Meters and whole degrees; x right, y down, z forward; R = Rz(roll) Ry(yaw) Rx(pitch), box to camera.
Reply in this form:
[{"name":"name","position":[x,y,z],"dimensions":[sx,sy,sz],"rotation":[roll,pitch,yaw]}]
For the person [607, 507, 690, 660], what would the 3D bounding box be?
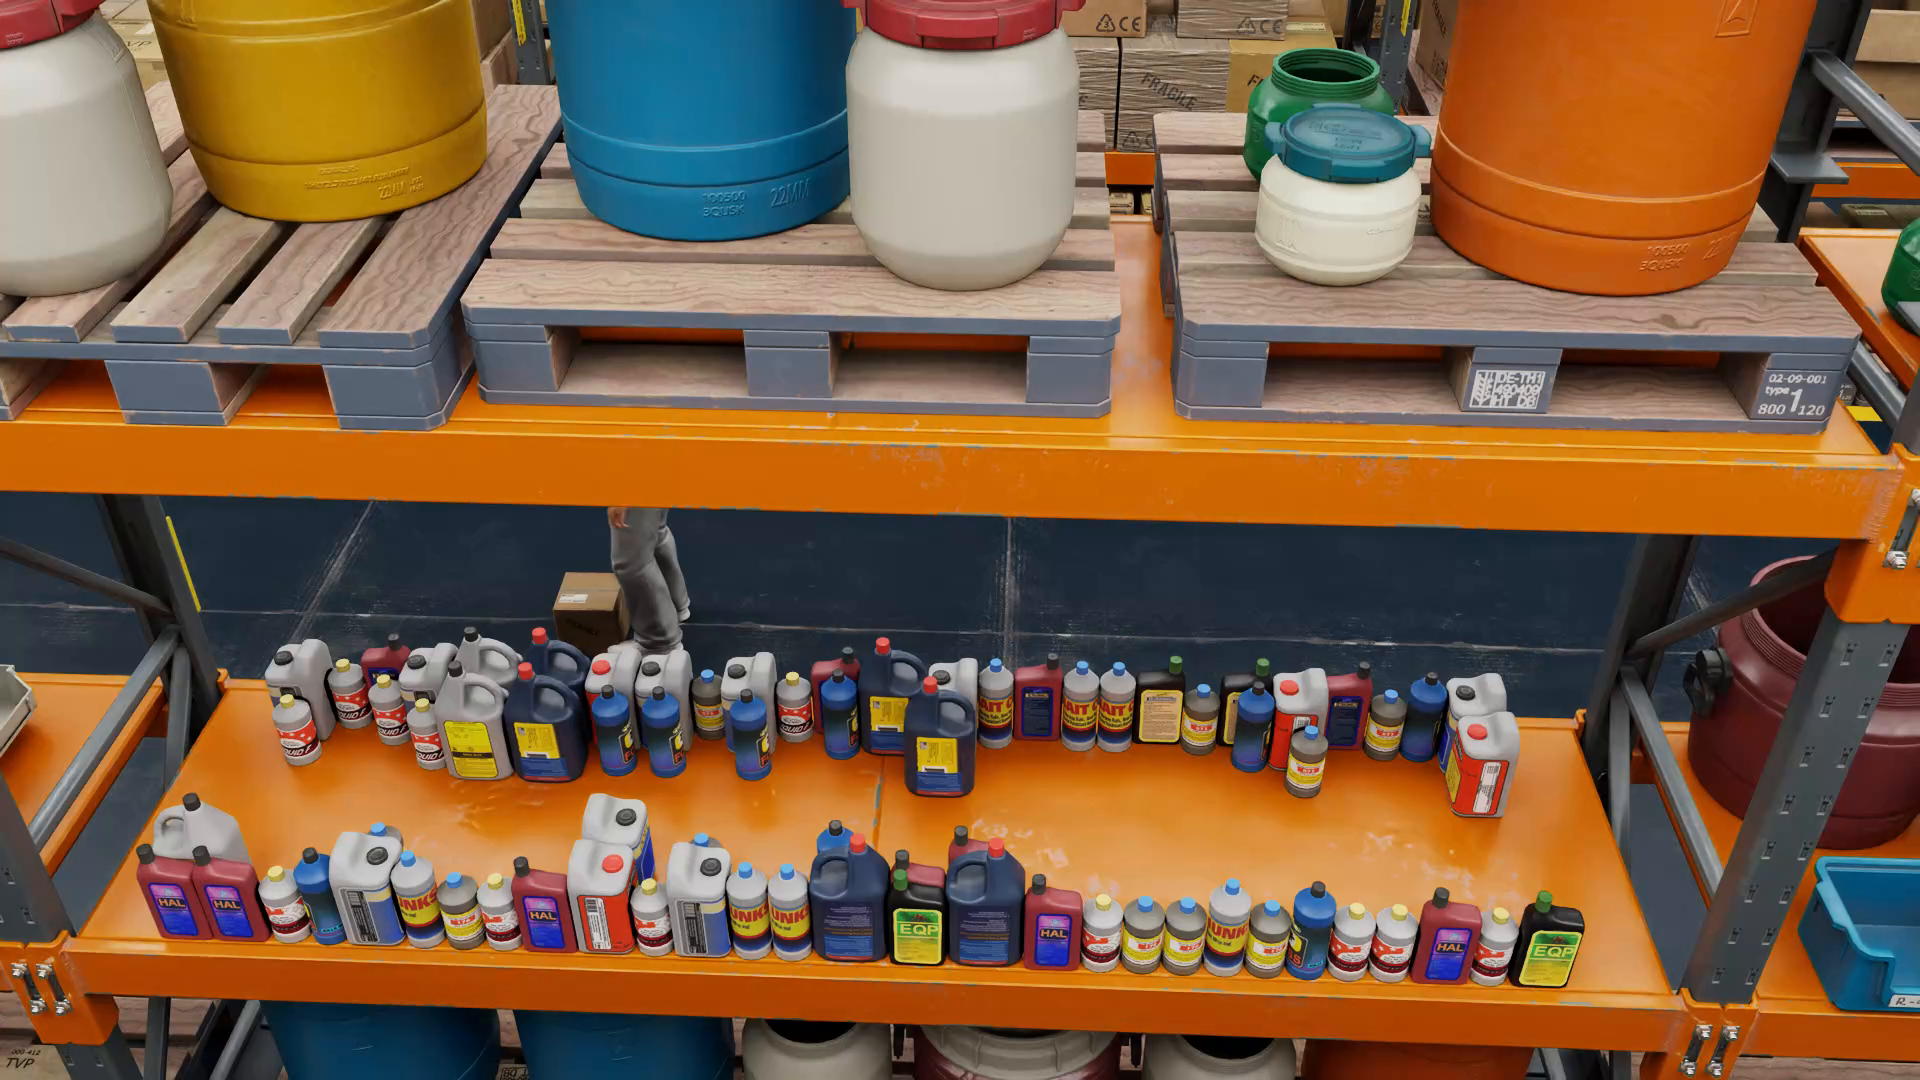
[{"name":"person","position":[-1.283,-0.263,6.513],"dimensions":[0.356,1.672,0.514],"rotation":[0,36,-1]}]
